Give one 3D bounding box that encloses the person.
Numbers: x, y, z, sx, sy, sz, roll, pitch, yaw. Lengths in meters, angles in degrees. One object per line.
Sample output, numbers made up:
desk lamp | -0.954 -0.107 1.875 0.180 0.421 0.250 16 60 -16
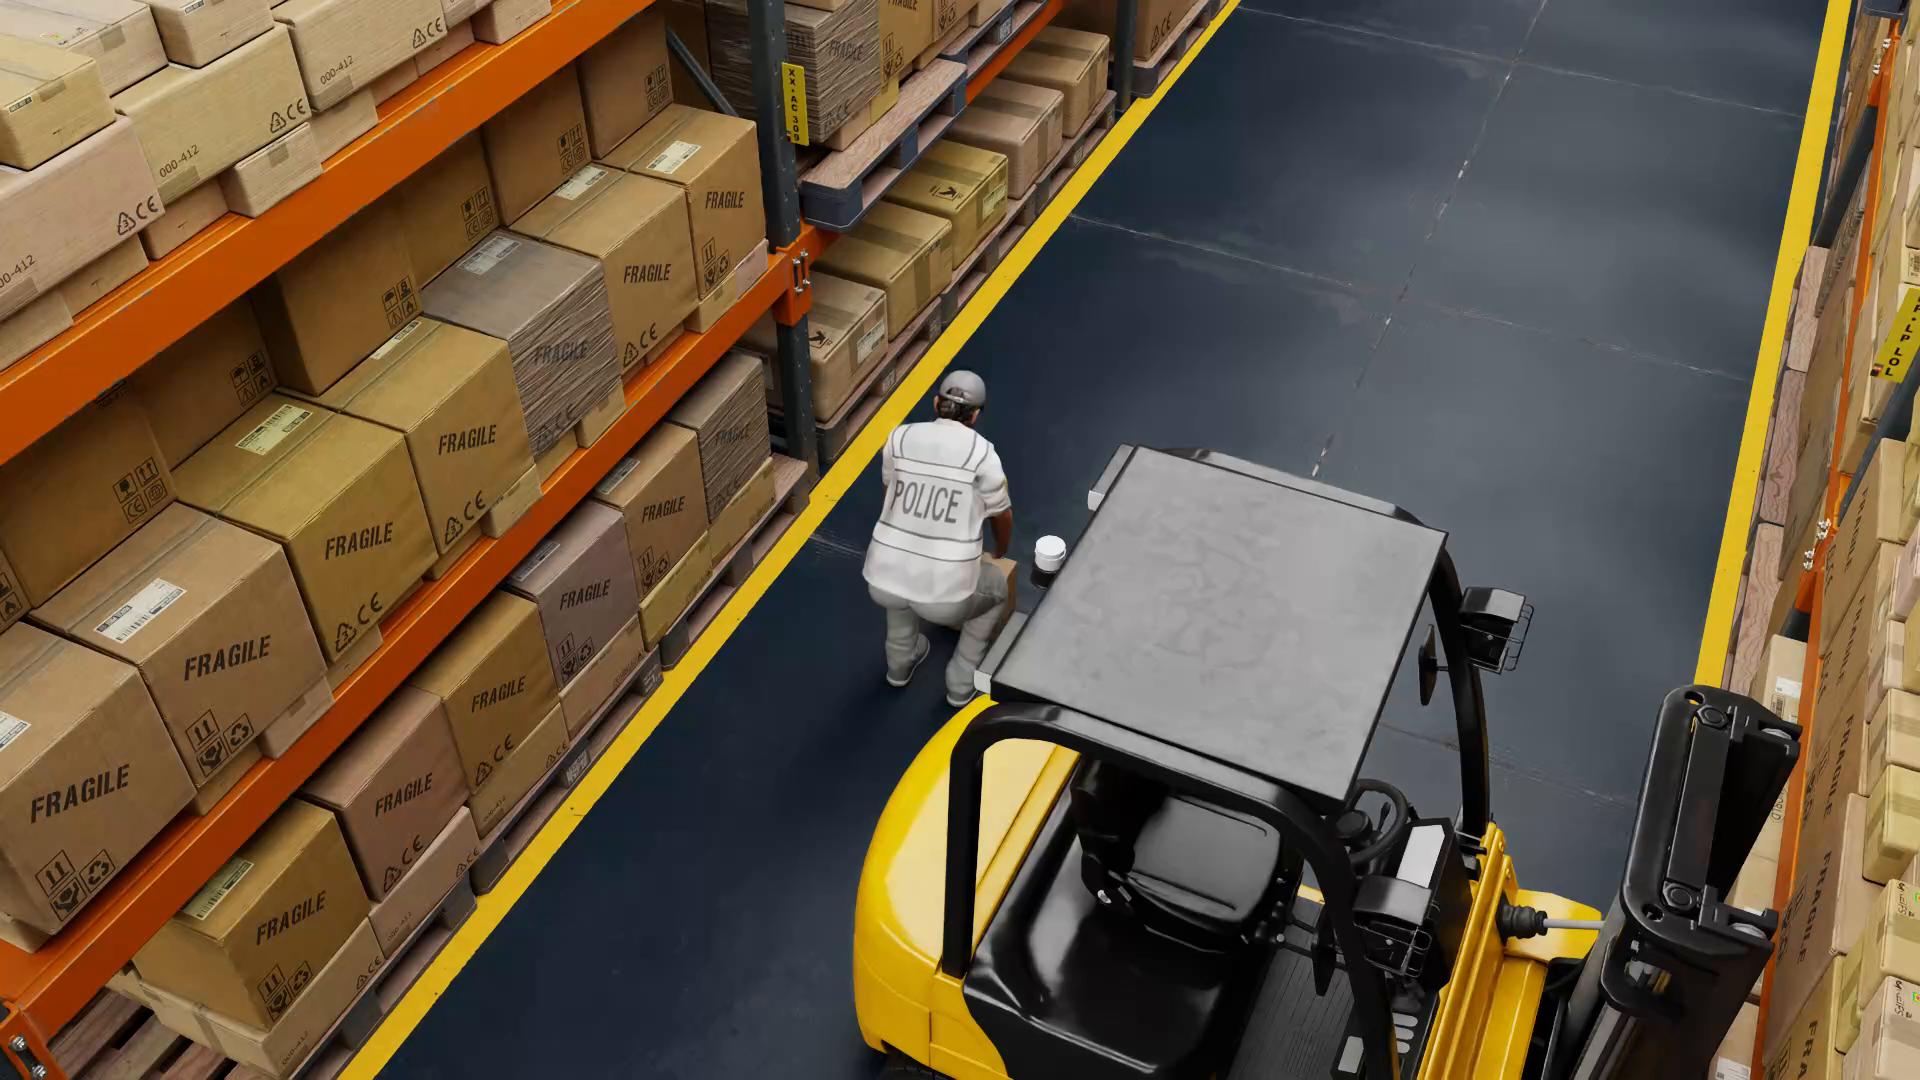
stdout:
person | -0.093 0.026 6.412 0.537 1.294 0.774 17 45 18
